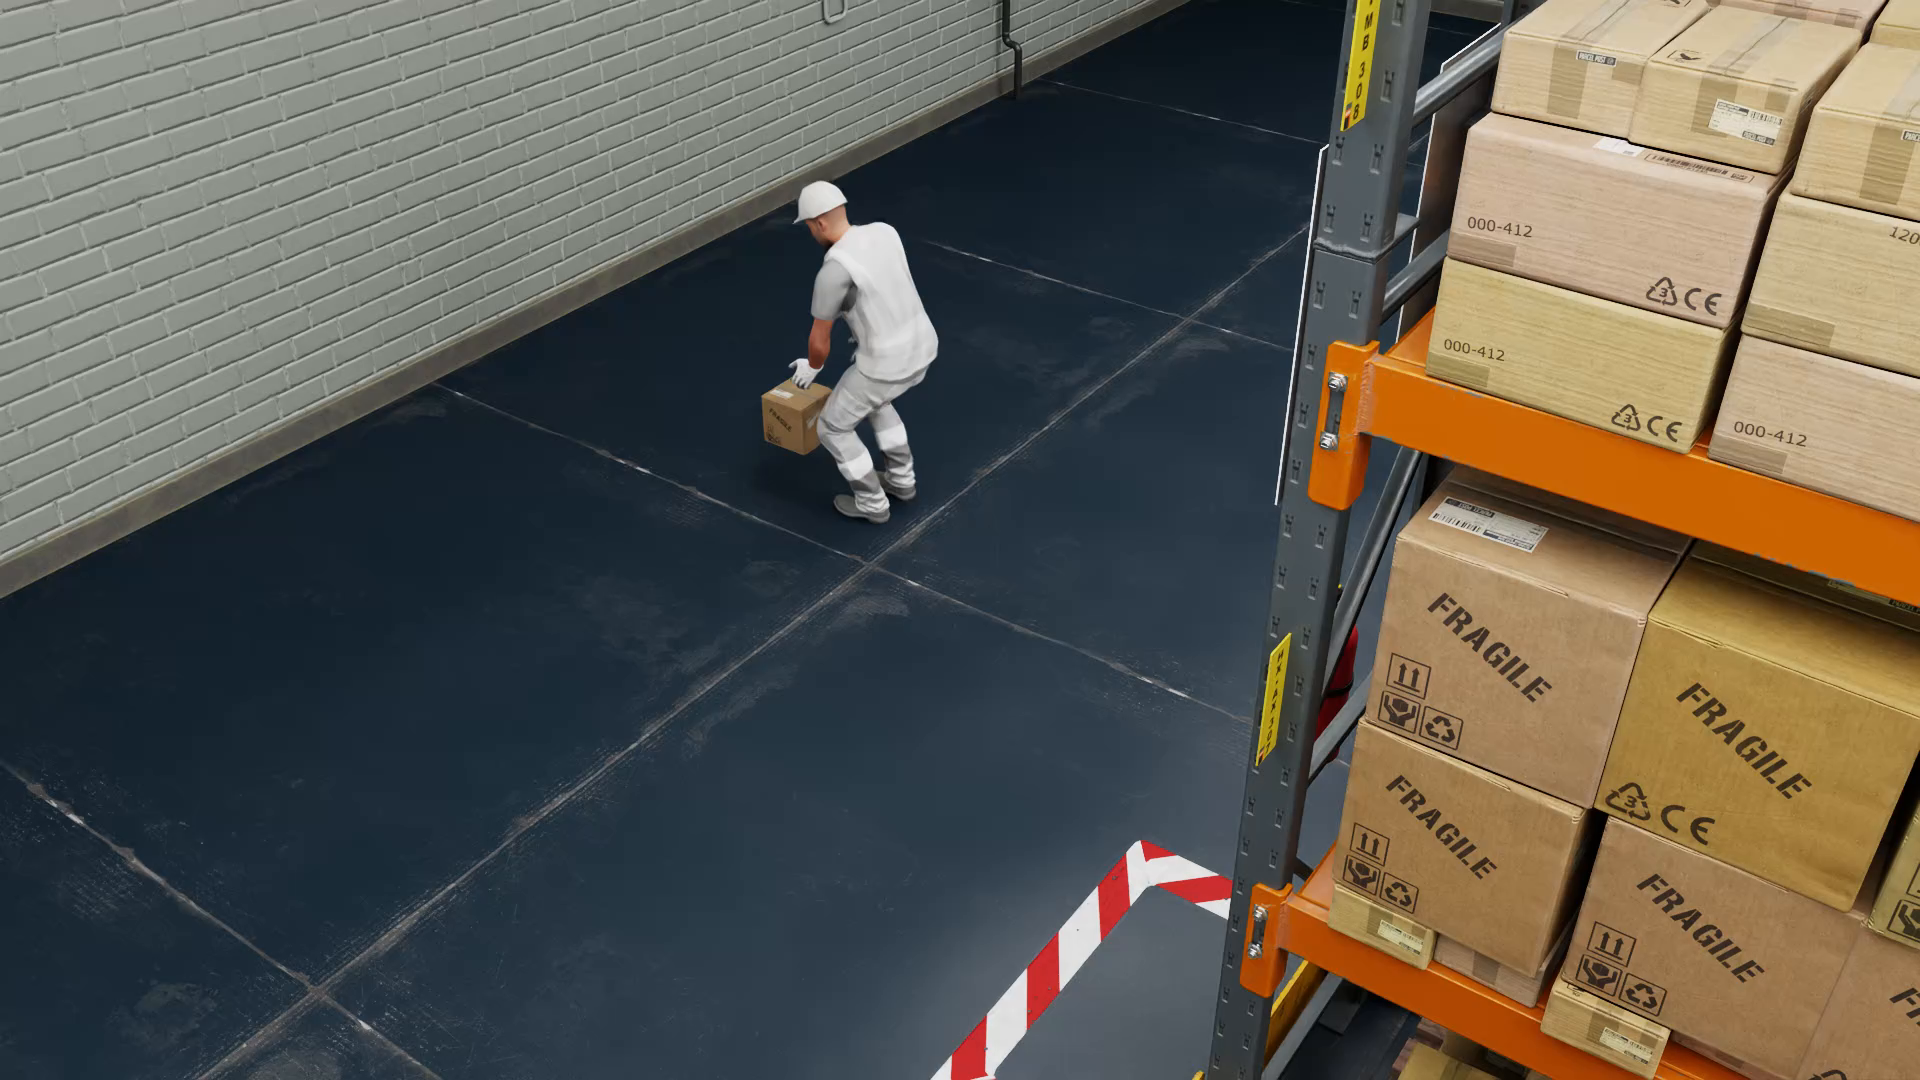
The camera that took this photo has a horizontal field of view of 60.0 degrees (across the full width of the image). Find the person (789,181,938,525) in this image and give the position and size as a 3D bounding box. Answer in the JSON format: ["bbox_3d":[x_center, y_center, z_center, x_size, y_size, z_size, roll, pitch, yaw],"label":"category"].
[{"bbox_3d":[-0.445,-0.828,7.525,0.647,1.580,0.575,22,40,29],"label":"person"}]
